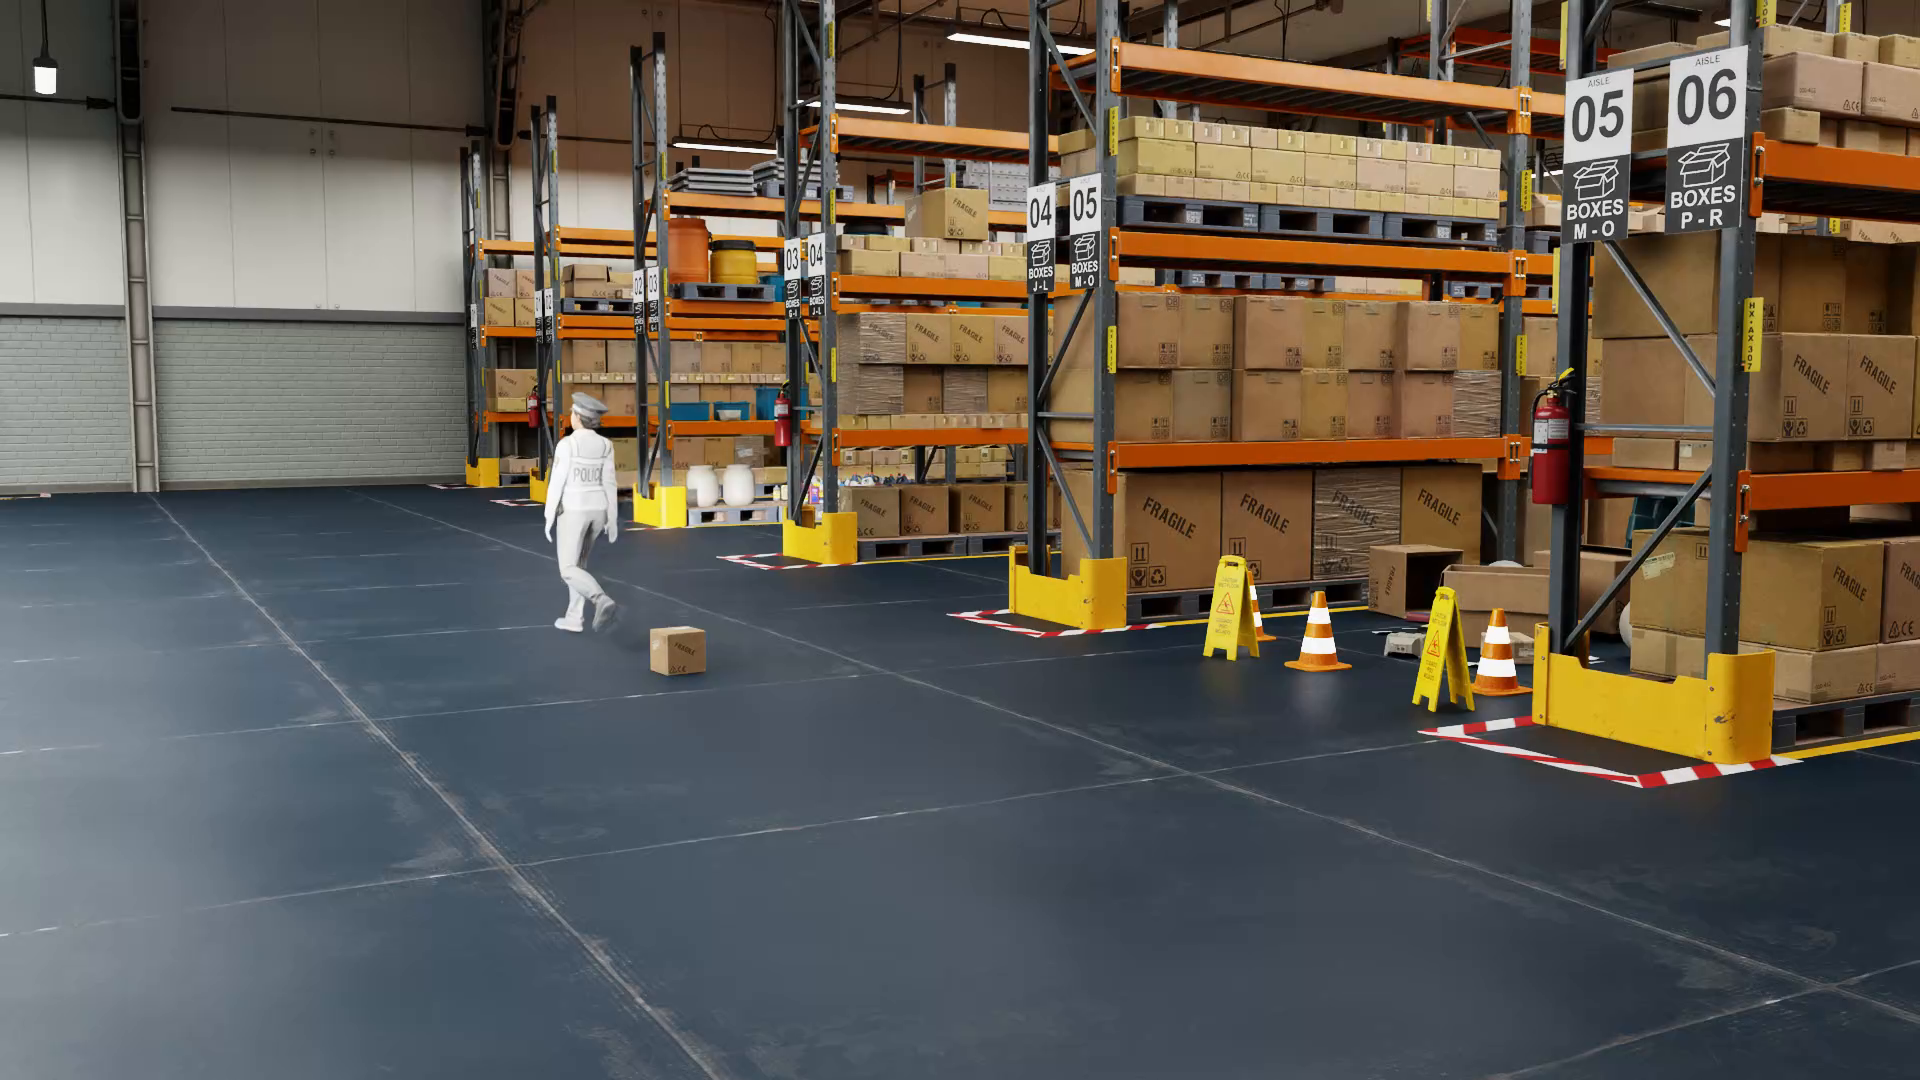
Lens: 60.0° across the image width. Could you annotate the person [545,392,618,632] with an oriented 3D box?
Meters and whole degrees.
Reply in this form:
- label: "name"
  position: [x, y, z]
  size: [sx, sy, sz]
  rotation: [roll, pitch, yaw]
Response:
- label: "person"
  position: [-2.558, -0.178, 11.284]
  size: [0.852, 1.648, 0.496]
  rotation: [4, 7, 40]
